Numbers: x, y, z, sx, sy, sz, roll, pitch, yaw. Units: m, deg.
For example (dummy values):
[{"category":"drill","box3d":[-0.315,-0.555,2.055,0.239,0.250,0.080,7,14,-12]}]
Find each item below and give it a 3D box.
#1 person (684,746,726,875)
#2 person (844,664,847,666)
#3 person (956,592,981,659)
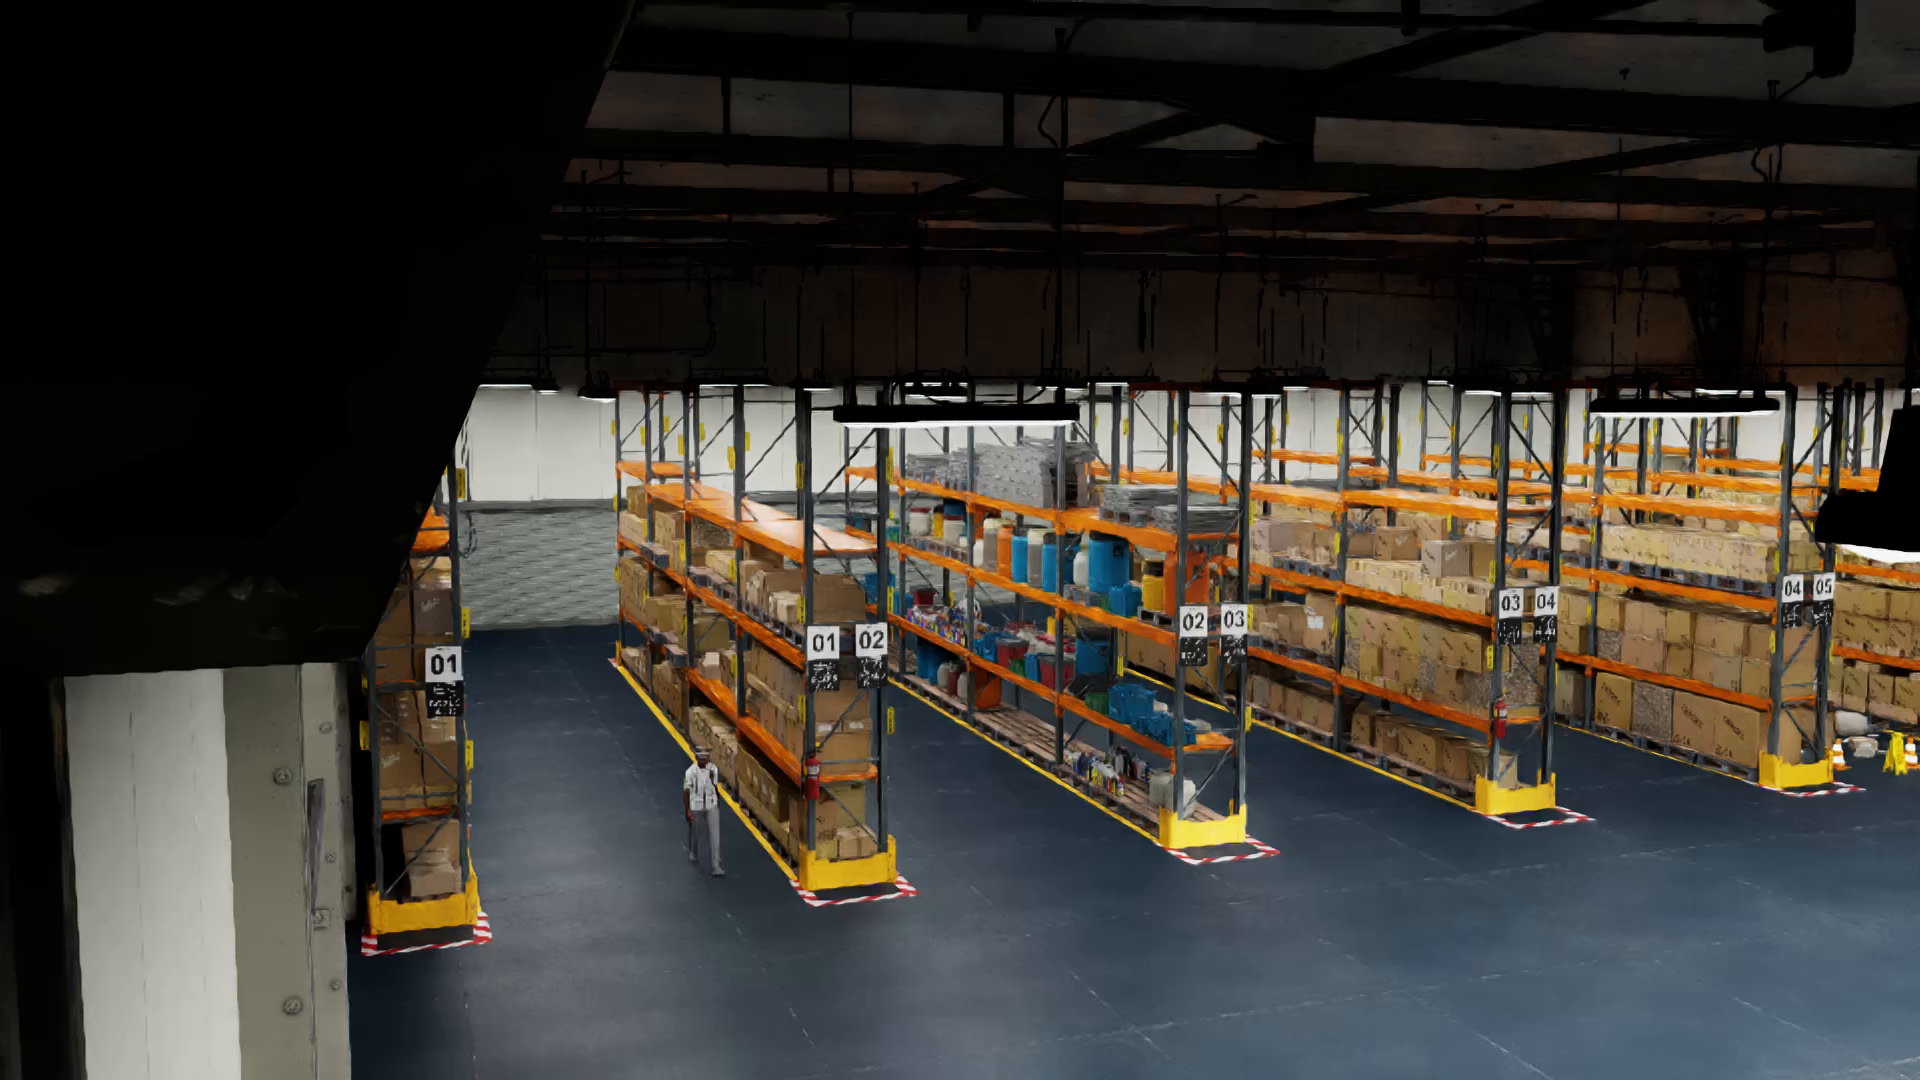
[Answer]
[{"category":"person","box3d":[-3.223,3.329,20.785,0.456,1.589,1.088,-2,6,-17]},{"category":"person","box3d":[-1.920,2.664,26.593,0.569,1.709,1.034,-3,7,-28]},{"category":"person","box3d":[0.169,1.825,35.170,0.625,1.607,0.575,-2,7,-22]}]
